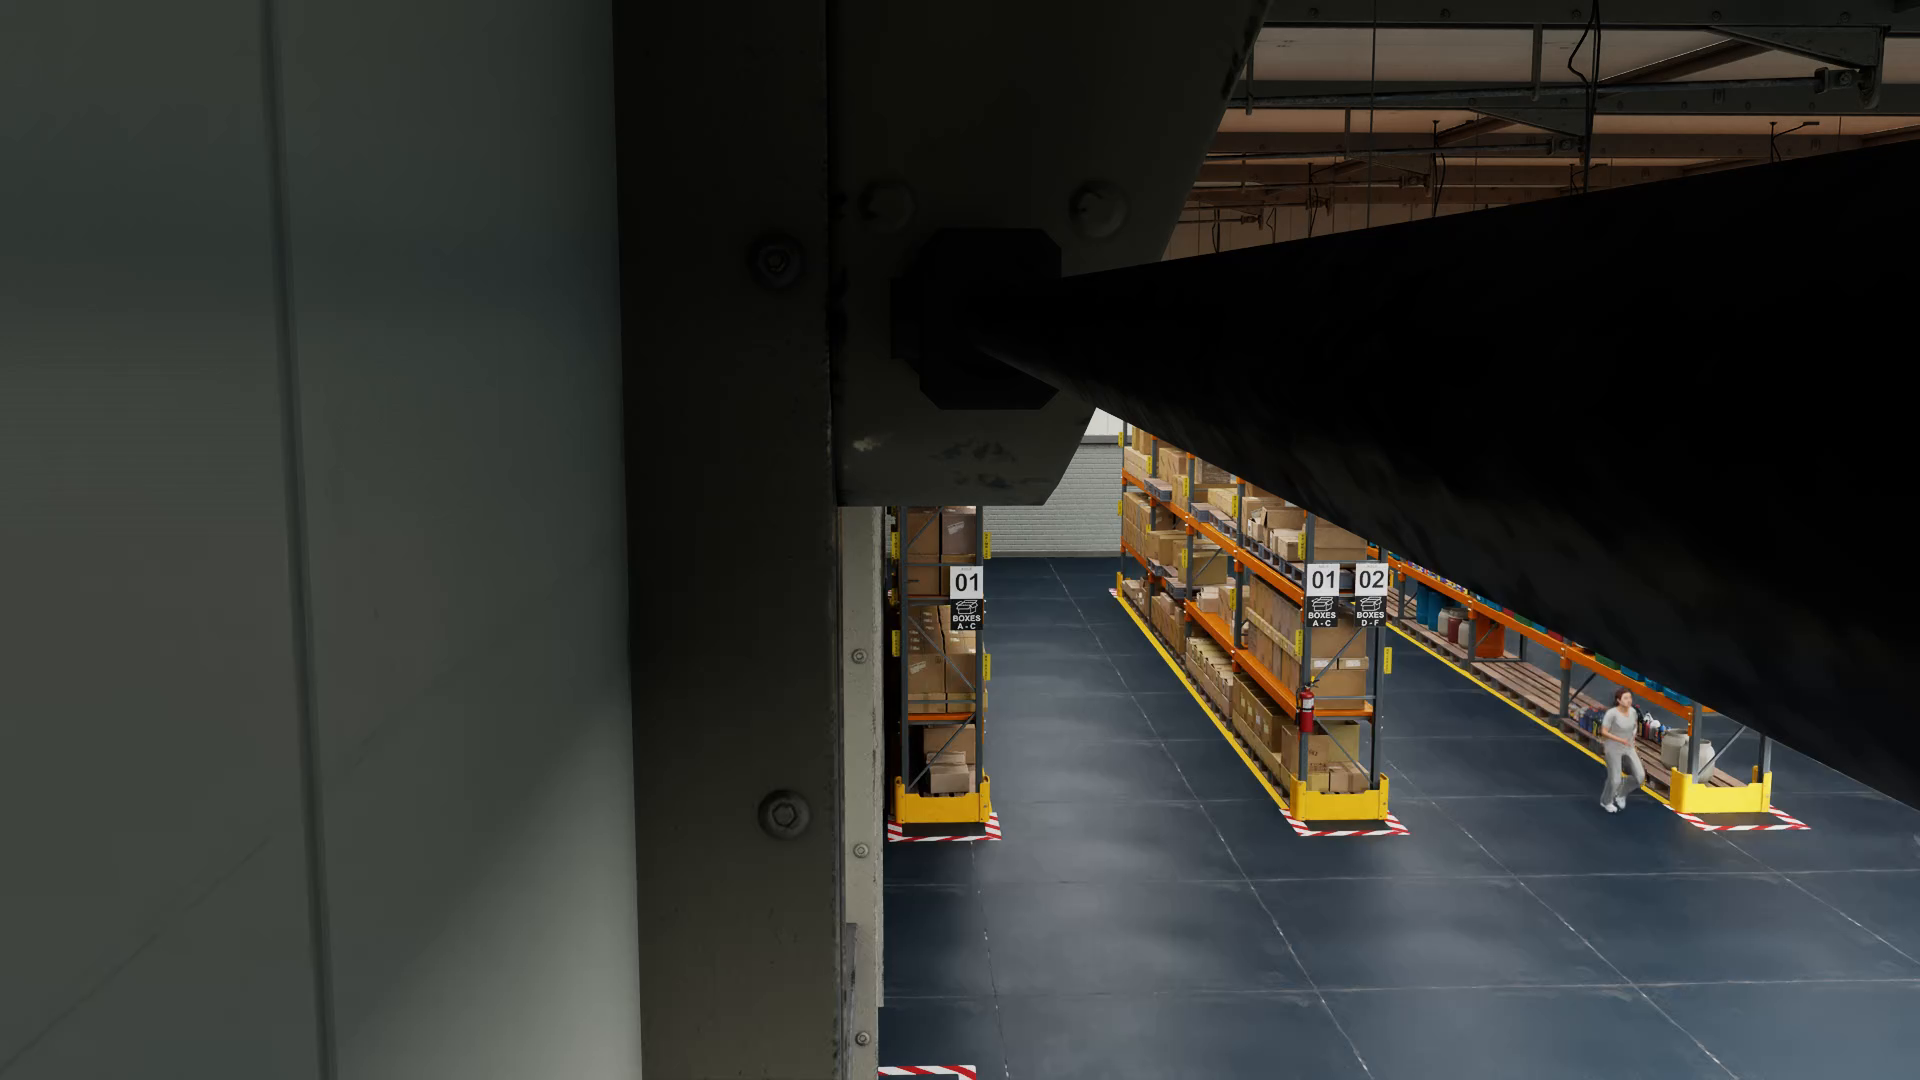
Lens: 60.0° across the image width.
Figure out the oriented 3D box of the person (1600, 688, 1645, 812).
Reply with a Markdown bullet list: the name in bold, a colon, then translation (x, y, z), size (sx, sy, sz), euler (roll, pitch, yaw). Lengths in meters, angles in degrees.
- **person**: translation (8.244, 2.631, 20.717), size (0.577, 1.616, 0.663), euler (-2, 8, -12)
